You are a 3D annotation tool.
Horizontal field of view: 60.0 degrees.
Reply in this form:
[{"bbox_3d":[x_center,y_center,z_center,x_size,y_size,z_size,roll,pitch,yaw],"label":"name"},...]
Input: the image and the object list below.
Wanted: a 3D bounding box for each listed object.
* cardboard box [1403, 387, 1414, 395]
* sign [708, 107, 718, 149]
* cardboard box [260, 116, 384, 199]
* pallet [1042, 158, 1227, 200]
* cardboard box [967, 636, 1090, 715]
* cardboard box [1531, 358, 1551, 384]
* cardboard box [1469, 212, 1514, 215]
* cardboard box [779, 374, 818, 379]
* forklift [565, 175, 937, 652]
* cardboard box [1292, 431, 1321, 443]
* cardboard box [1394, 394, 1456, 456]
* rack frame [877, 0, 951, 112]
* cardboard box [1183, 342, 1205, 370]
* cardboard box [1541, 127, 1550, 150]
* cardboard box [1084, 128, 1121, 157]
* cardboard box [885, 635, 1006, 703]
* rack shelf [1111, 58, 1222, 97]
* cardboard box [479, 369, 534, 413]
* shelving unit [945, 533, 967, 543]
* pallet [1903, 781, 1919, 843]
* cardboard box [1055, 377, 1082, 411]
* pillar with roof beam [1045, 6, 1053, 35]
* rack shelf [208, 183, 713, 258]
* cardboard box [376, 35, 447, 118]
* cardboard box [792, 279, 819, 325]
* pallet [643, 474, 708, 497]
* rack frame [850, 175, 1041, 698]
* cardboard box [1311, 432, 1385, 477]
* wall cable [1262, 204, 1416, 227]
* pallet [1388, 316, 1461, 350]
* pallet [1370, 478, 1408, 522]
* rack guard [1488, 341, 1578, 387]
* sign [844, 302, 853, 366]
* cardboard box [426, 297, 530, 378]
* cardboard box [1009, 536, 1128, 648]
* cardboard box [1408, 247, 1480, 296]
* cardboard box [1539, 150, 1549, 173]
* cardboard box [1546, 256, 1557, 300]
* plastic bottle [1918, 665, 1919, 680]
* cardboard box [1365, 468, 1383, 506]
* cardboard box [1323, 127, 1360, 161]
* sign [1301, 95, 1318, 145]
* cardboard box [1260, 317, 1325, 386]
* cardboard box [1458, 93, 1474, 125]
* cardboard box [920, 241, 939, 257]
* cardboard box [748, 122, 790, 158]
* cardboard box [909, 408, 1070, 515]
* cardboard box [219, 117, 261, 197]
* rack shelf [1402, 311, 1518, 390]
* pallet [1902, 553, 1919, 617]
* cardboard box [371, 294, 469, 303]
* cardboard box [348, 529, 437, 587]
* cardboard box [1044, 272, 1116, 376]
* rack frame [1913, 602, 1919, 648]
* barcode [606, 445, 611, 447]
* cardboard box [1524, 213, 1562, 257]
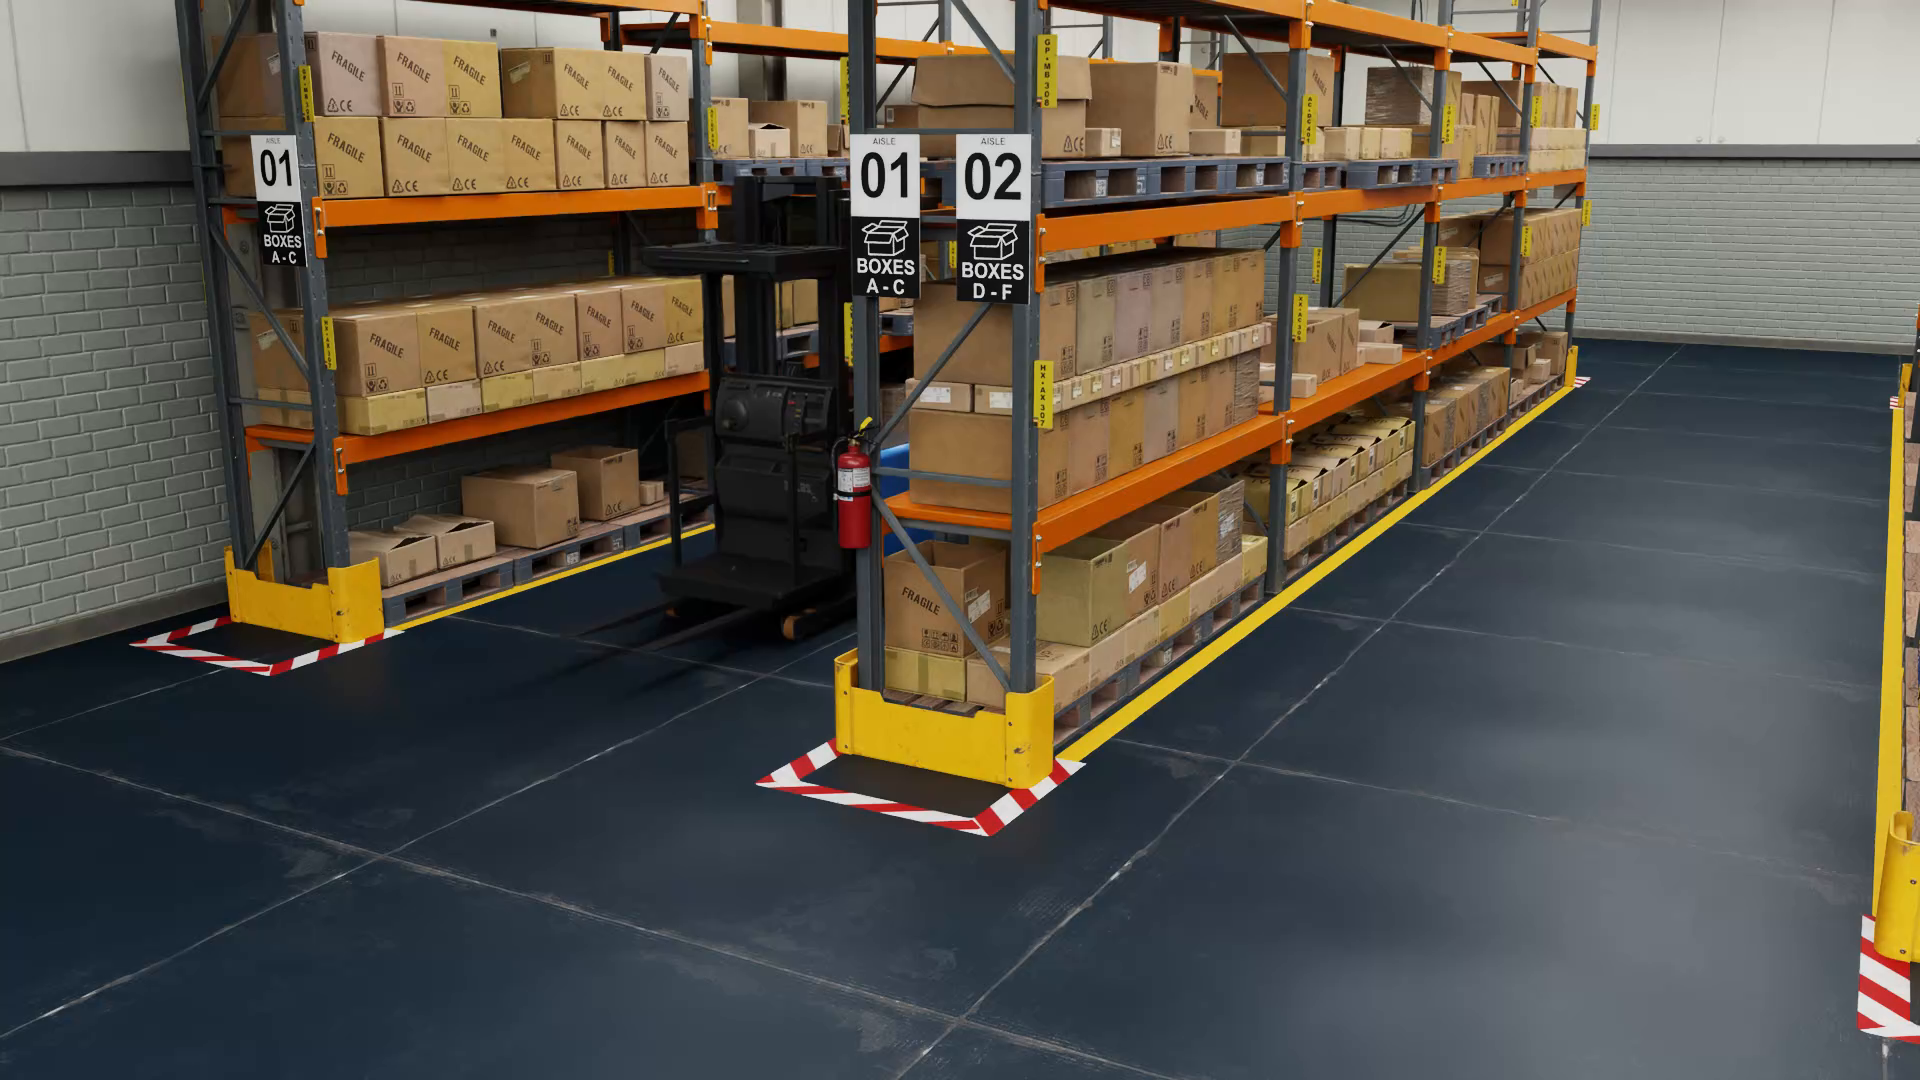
[{"bbox_3d":[4.285,-1.273,16.810,0.500,0.500,0.500,7,15,26],"label":"cardboard box"},{"bbox_3d":[-2.006,-3.339,13.482,0.100,0.325,0.005,7,15,28],"label":"sign"},{"bbox_3d":[-4.038,-2.426,10.540,0.500,0.500,0.500,8,16,30],"label":"cardboard box"},{"bbox_3d":[0.873,-2.117,9.704,1.003,0.211,1.213,7,15,28],"label":"pallet"},{"bbox_3d":[0.374,0.739,9.039,0.500,0.250,0.500,7,15,28],"label":"cardboard box"},{"bbox_3d":[7.122,-2.137,20.928,0.500,0.250,0.500,7,15,28],"label":"cardboard box"},{"bbox_3d":[6.472,-3.750,20.343,0.500,0.500,0.500,7,15,28],"label":"cardboard box"},{"bbox_3d":[-1.685,-1.404,15.751,0.500,0.250,0.500,7,15,26],"label":"cardboard box"},{"bbox_3d":[-1.357,-0.892,10.981,1.130,2.935,3.031,8,16,30],"label":"forklift"},{"bbox_3d":[2.782,-0.803,14.237,0.500,0.311,0.500,7,15,27],"label":"cardboard box"},{"bbox_3d":[4.506,-1.118,16.164,0.500,0.500,0.500,7,15,26],"label":"cardboard box"},{"bbox_3d":[-0.551,-5.427,16.844,1.000,3.000,0.127,7,15,28],"label":"rack frame"},{"bbox_3d":[1.295,-1.153,10.318,0.380,0.149,0.250,8,16,30],"label":"cardboard box"},{"bbox_3d":[6.414,-4.573,18.957,0.500,0.250,0.500,7,15,28],"label":"cardboard box"},{"bbox_3d":[0.643,-2.138,8.944,0.380,0.149,0.250,7,15,28],"label":"cardboard box"},{"bbox_3d":[-0.079,0.680,9.282,0.500,0.250,0.500,7,15,28],"label":"cardboard box"},{"bbox_3d":[2.350,-6.114,22.081,1.077,0.370,4.000,7,15,28],"label":"rack shelf"},{"bbox_3d":[-3.414,-1.082,11.899,0.500,0.250,0.500,7,15,27],"label":"cardboard box"},{"bbox_3d":[0.026,-0.521,13.456,0.215,1.050,0.252,7,15,28],"label":"shelving unit"},{"bbox_3d":[4.647,1.422,7.185,1.003,0.211,1.213,7,15,28],"label":"pallet"},{"bbox_3d":[0.423,-0.783,8.785,0.380,0.149,0.250,7,15,27],"label":"cardboard box"},{"bbox_3d":[4.733,-6.001,19.227,9.100,9.000,0.400,7,15,28],"label":"pillar with roof beam"},{"bbox_3d":[-3.451,-2.388,12.173,1.077,0.370,4.000,7,15,28],"label":"rack shelf"},{"bbox_3d":[-3.733,-3.020,10.873,0.500,0.500,0.500,7,15,27],"label":"cardboard box"},{"bbox_3d":[-1.641,-2.305,15.544,0.700,0.500,0.500,10,17,36],"label":"cardboard box"},{"bbox_3d":[-2.109,-0.494,15.133,1.003,0.211,1.213,7,15,28],"label":"pallet"},{"bbox_3d":[-0.080,-0.309,8.414,1.000,3.000,0.127,7,15,28],"label":"rack frame"},{"bbox_3d":[3.258,-0.744,13.994,0.500,0.311,0.500,7,15,28],"label":"cardboard box"},{"bbox_3d":[6.364,-6.679,28.661,3.097,2.526,0.112,7,15,28],"label":"wall cable"},{"bbox_3d":[4.054,-2.004,15.854,1.213,0.211,1.003,7,15,28],"label":"pallet"},{"bbox_3d":[3.355,-0.430,14.866,1.003,0.211,1.213,7,15,28],"label":"pallet"},{"bbox_3d":[7.618,-2.361,22.258,1.175,0.500,0.348,7,15,28],"label":"rack guard"},{"bbox_3d":[-0.548,-1.051,8.517,0.100,0.325,0.005,7,15,28],"label":"sign"},{"bbox_3d":[-3.421,-1.440,11.784,0.500,0.500,0.500,7,15,26],"label":"cardboard box"},{"bbox_3d":[0.614,0.272,9.377,0.500,0.500,0.500,7,15,28],"label":"cardboard box"},{"bbox_3d":[5.296,-2.952,18.267,0.700,0.500,0.500,2,14,9],"label":"cardboard box"},{"bbox_3d":[6.418,-4.330,19.013,0.500,0.250,0.500,7,15,28],"label":"cardboard box"},{"bbox_3d":[6.939,-3.205,20.215,0.500,0.500,0.500,7,15,27],"label":"cardboard box"},{"bbox_3d":[5.435,0.625,9.254,0.144,0.351,0.185,8,16,30],"label":"plastic bottle"},{"bbox_3d":[3.255,-0.473,14.066,0.500,0.250,0.500,8,16,29],"label":"cardboard box"},{"bbox_3d":[2.832,-3.104,13.033,0.500,0.250,0.500,6,15,23],"label":"cardboard box"},{"bbox_3d":[2.340,-2.815,11.137,0.100,0.325,0.005,7,15,28],"label":"sign"},{"bbox_3d":[2.494,-1.442,12.900,0.500,0.500,0.500,9,16,32],"label":"cardboard box"},{"bbox_3d":[4.771,-4.161,16.671,0.600,0.600,0.600,7,15,26],"label":"cardboard box"},{"bbox_3d":[-0.092,-3.148,17.700,0.500,0.250,0.500,8,16,29],"label":"cardboard box"},{"bbox_3d":[-1.852,-3.538,14.704,0.500,0.311,0.500,8,16,30],"label":"cardboard box"},{"bbox_3d":[0.157,-0.452,8.793,0.700,0.500,0.500,7,15,28],"label":"cardboard box"},{"bbox_3d":[-4.438,-2.500,10.847,0.500,0.500,0.500,9,16,32],"label":"cardboard box"},{"bbox_3d":[4.754,-2.011,17.008,1.077,0.370,4.000,7,15,28],"label":"rack shelf"},{"bbox_3d":[7.122,0.371,11.542,1.003,0.211,1.213,7,15,28],"label":"pallet"},{"bbox_3d":[-3.878,-1.500,12.033,0.500,0.500,0.500,7,15,27],"label":"cardboard box"},{"bbox_3d":[-4.005,0.092,11.549,0.500,0.311,0.500,6,15,22],"label":"cardboard box"},{"bbox_3d":[0.432,-1.202,9.136,0.700,0.500,0.500,7,15,27],"label":"cardboard box"},{"bbox_3d":[6.188,-0.567,9.487,1.000,3.000,0.127,7,15,28],"label":"rack frame"},{"bbox_3d":[-2.956,-0.760,14.000,0.001,0.075,0.075,7,15,28],"label":"barcode"},{"bbox_3d":[6.942,-3.687,20.082,0.500,0.500,0.500,8,16,30],"label":"cardboard box"}]
